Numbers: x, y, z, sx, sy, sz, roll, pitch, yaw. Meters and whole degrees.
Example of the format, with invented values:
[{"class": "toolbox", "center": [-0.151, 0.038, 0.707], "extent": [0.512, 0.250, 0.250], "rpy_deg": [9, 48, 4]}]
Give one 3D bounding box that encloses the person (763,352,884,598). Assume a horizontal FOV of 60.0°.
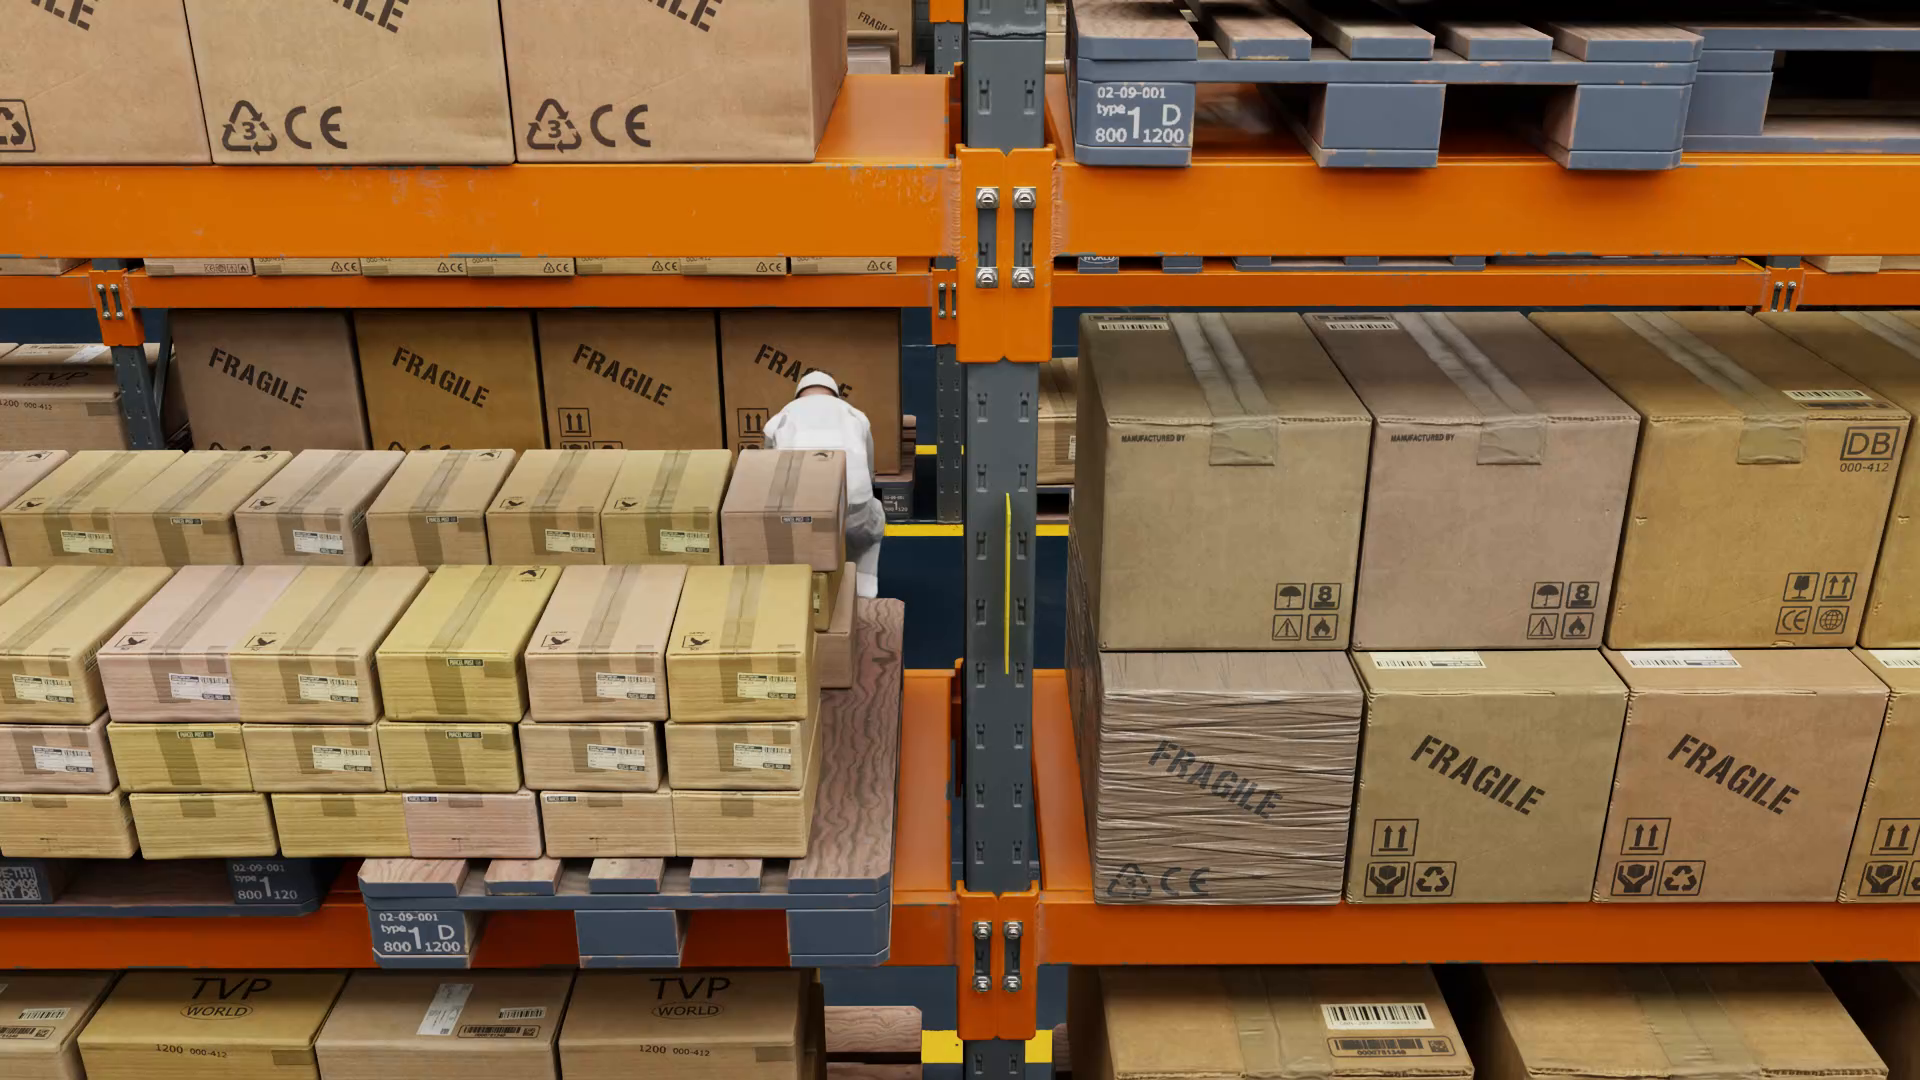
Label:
[{"class": "person", "center": [-0.582, -0.140, 7.159], "extent": [0.510, 1.159, 0.947], "rpy_deg": [-1, 24, -3]}]
